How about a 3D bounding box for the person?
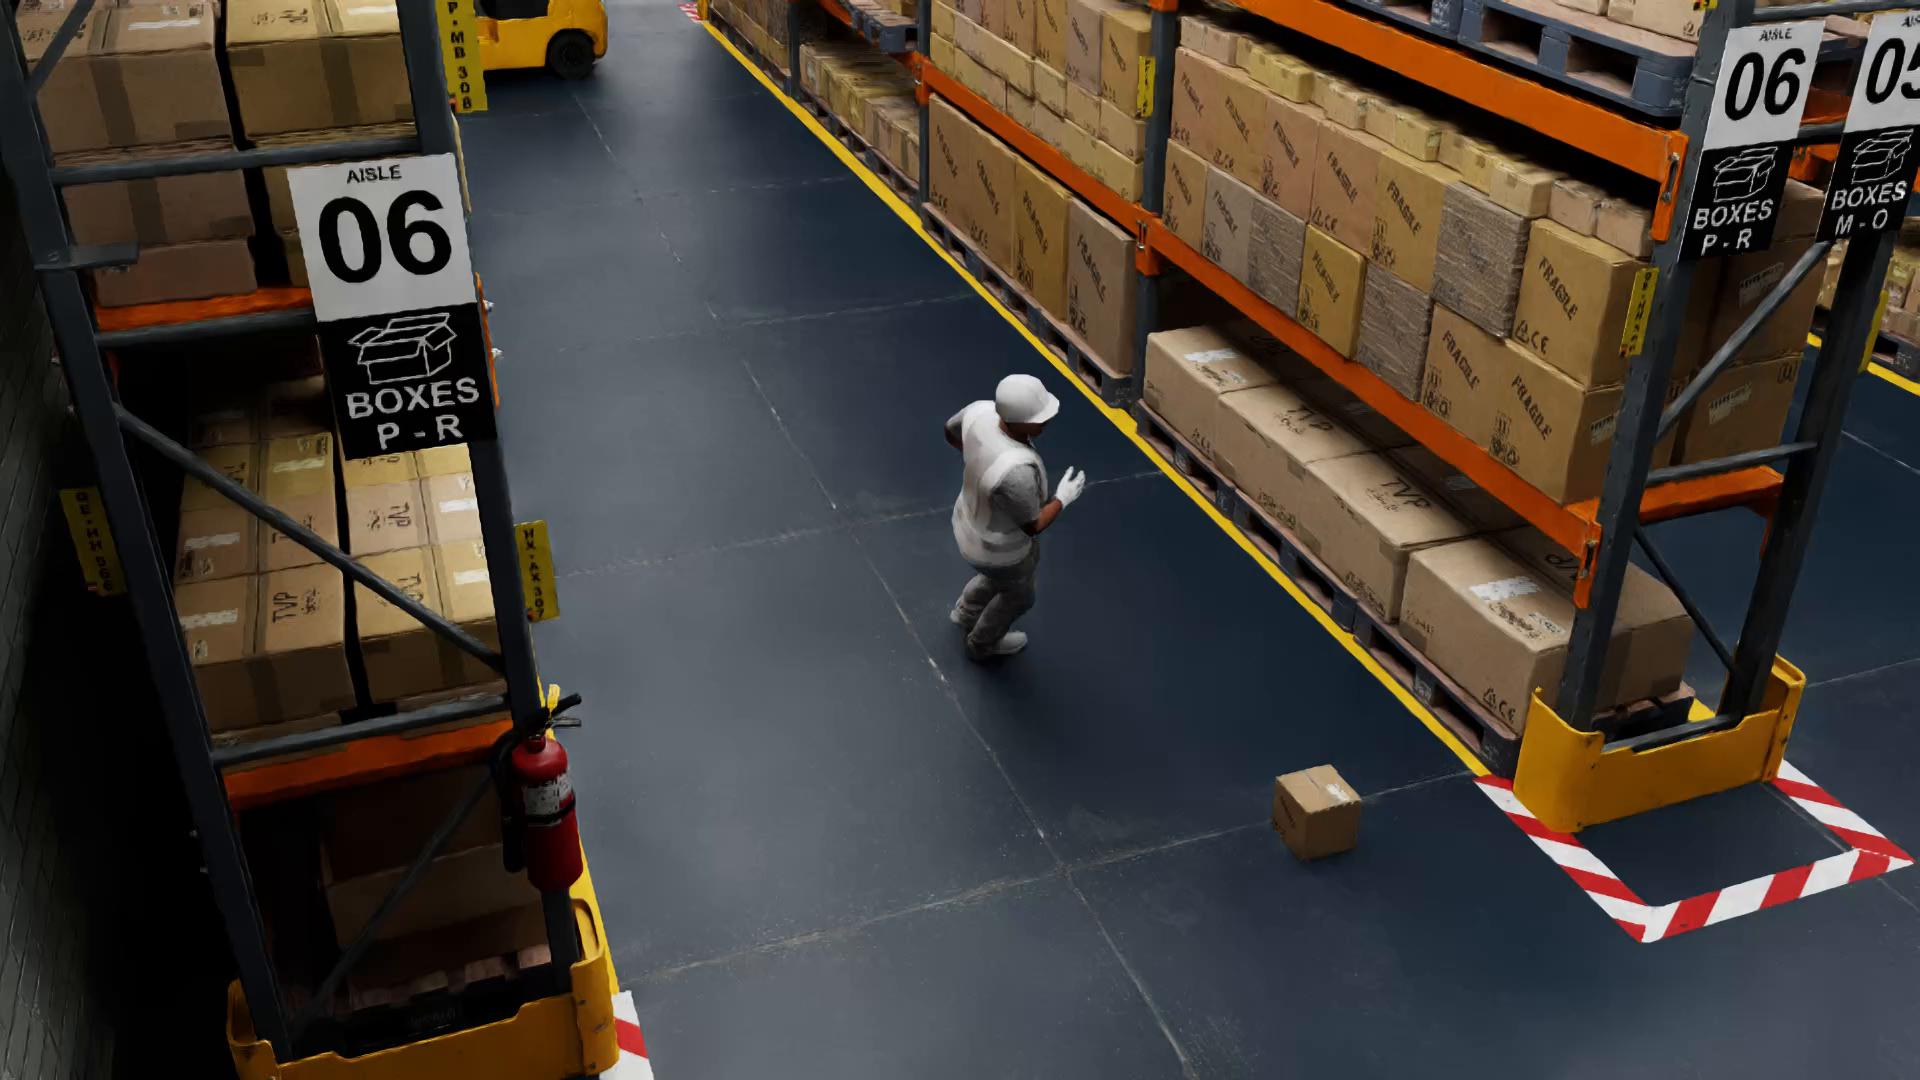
[{"bbox_3d":[0.238,-0.093,7.398,0.573,1.663,0.944,-8,31,-13],"label":"person"}]
